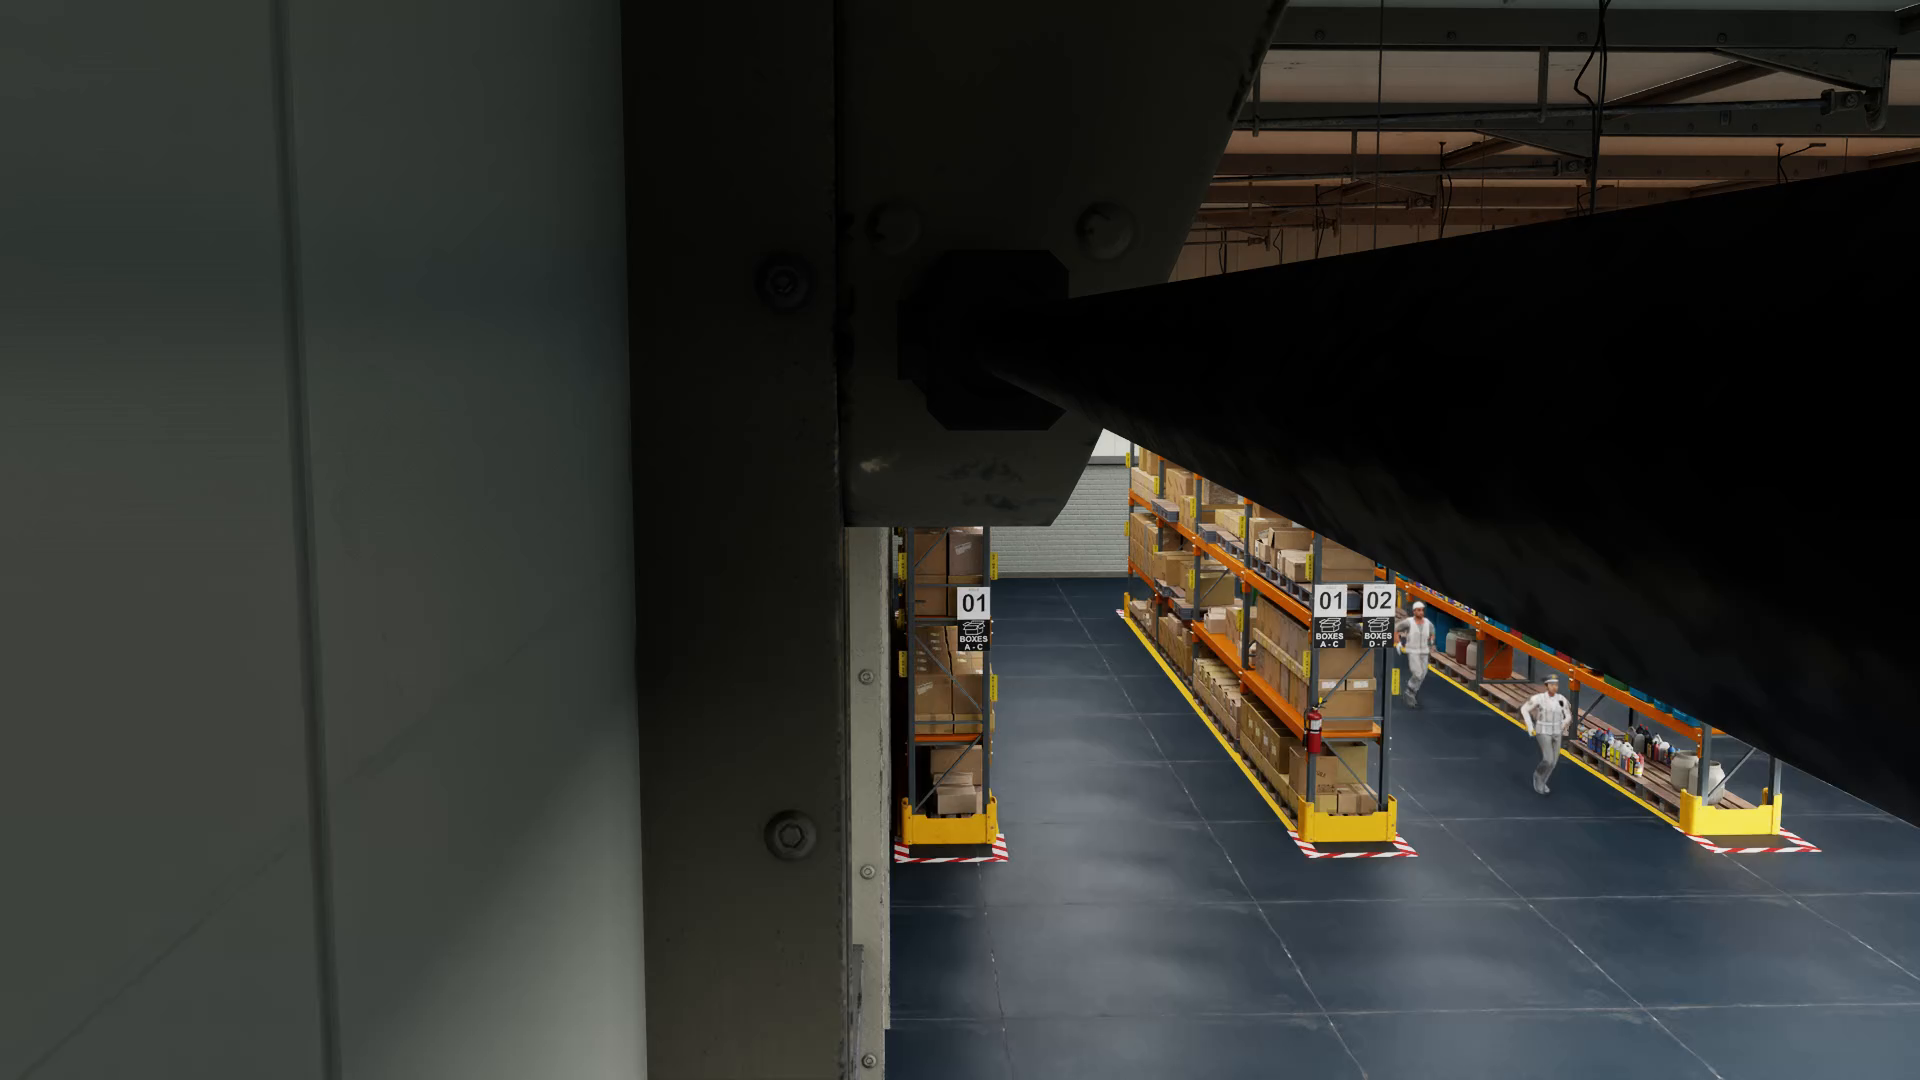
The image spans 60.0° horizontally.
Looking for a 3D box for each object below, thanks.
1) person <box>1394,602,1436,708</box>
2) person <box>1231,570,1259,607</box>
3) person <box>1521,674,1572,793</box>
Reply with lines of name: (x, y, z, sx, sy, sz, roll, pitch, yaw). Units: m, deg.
person: (7.609, 1.909, 27.640, 0.641, 1.775, 0.690, -2, 8, -13)
person: (6.119, 0.929, 35.324, 0.743, 1.831, 0.811, -1, 7, -6)
person: (7.958, 2.625, 22.449, 0.593, 1.660, 0.624, -1, 7, -6)
